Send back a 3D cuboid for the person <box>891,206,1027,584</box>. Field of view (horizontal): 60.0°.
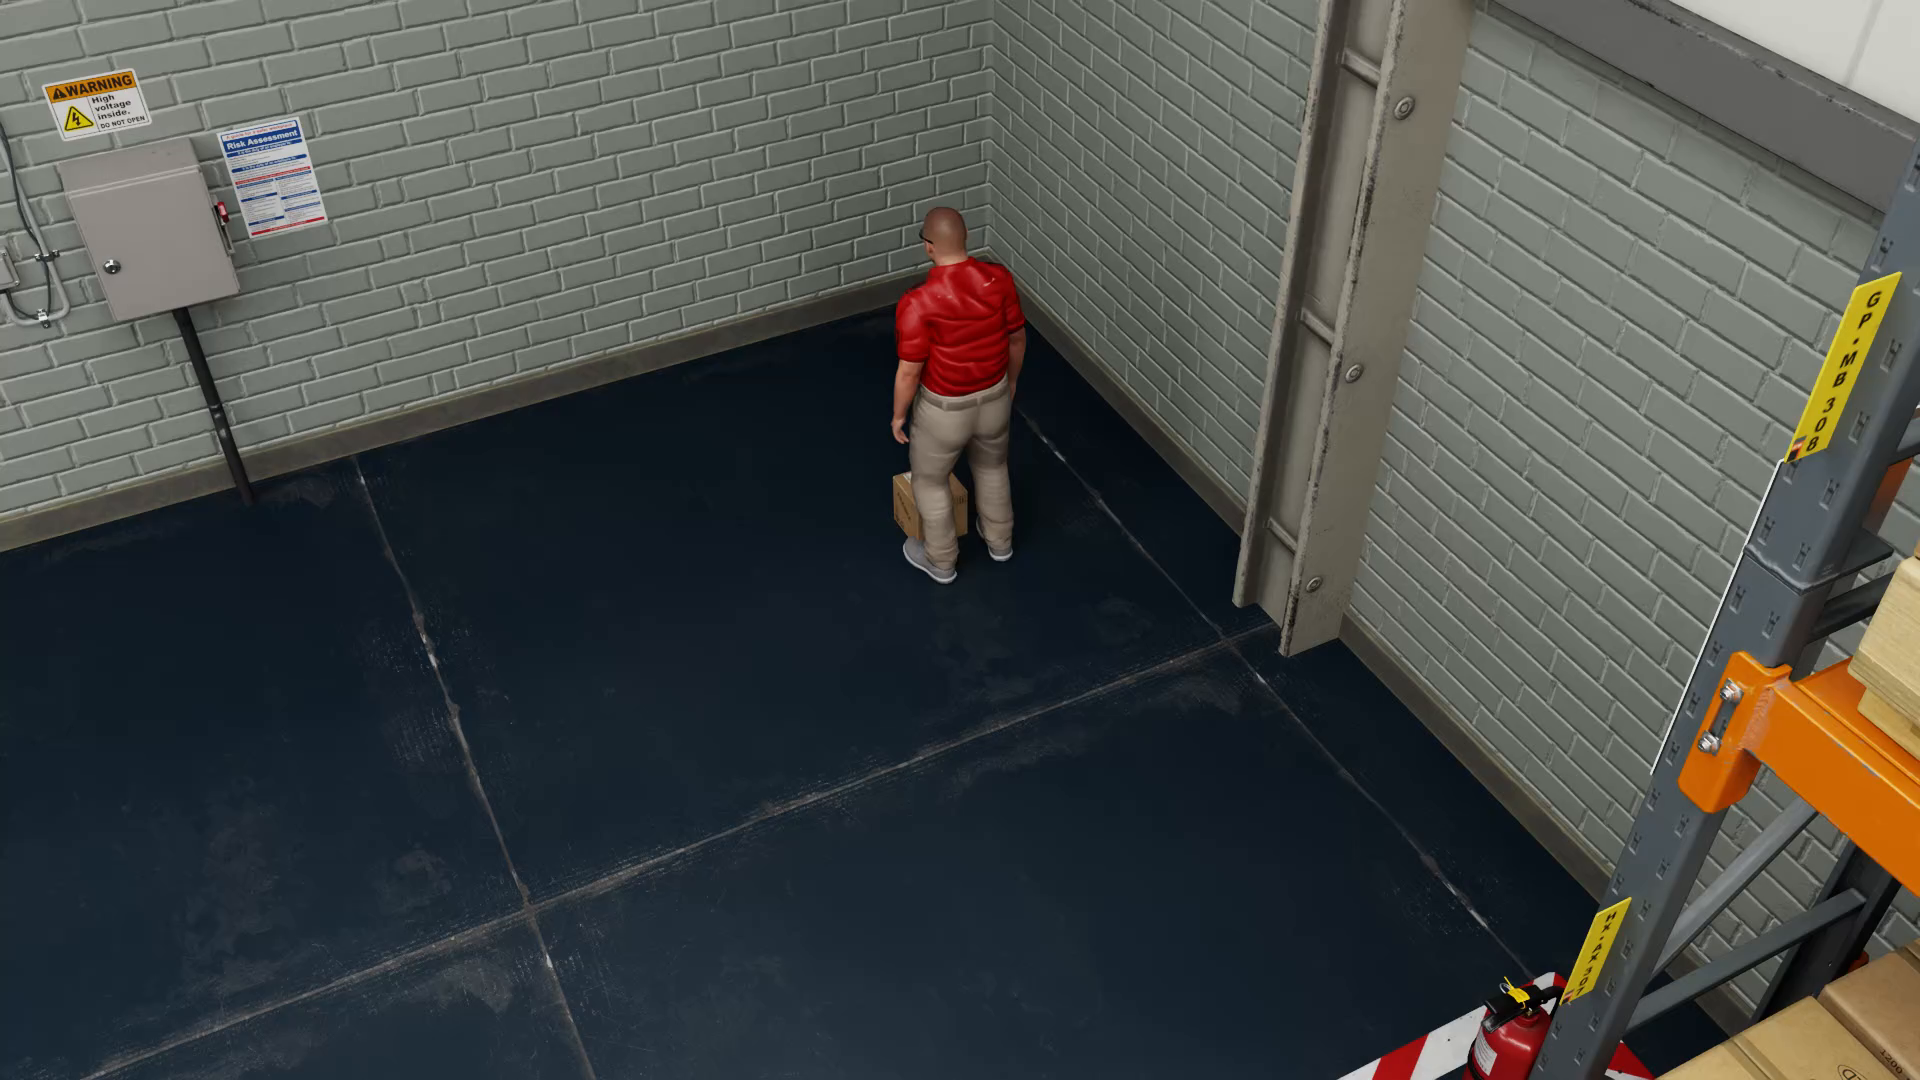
[{"bbox_3d":[-0.011,-0.570,6.824,0.588,1.726,0.389,-19,45,-21],"label":"person"}]
